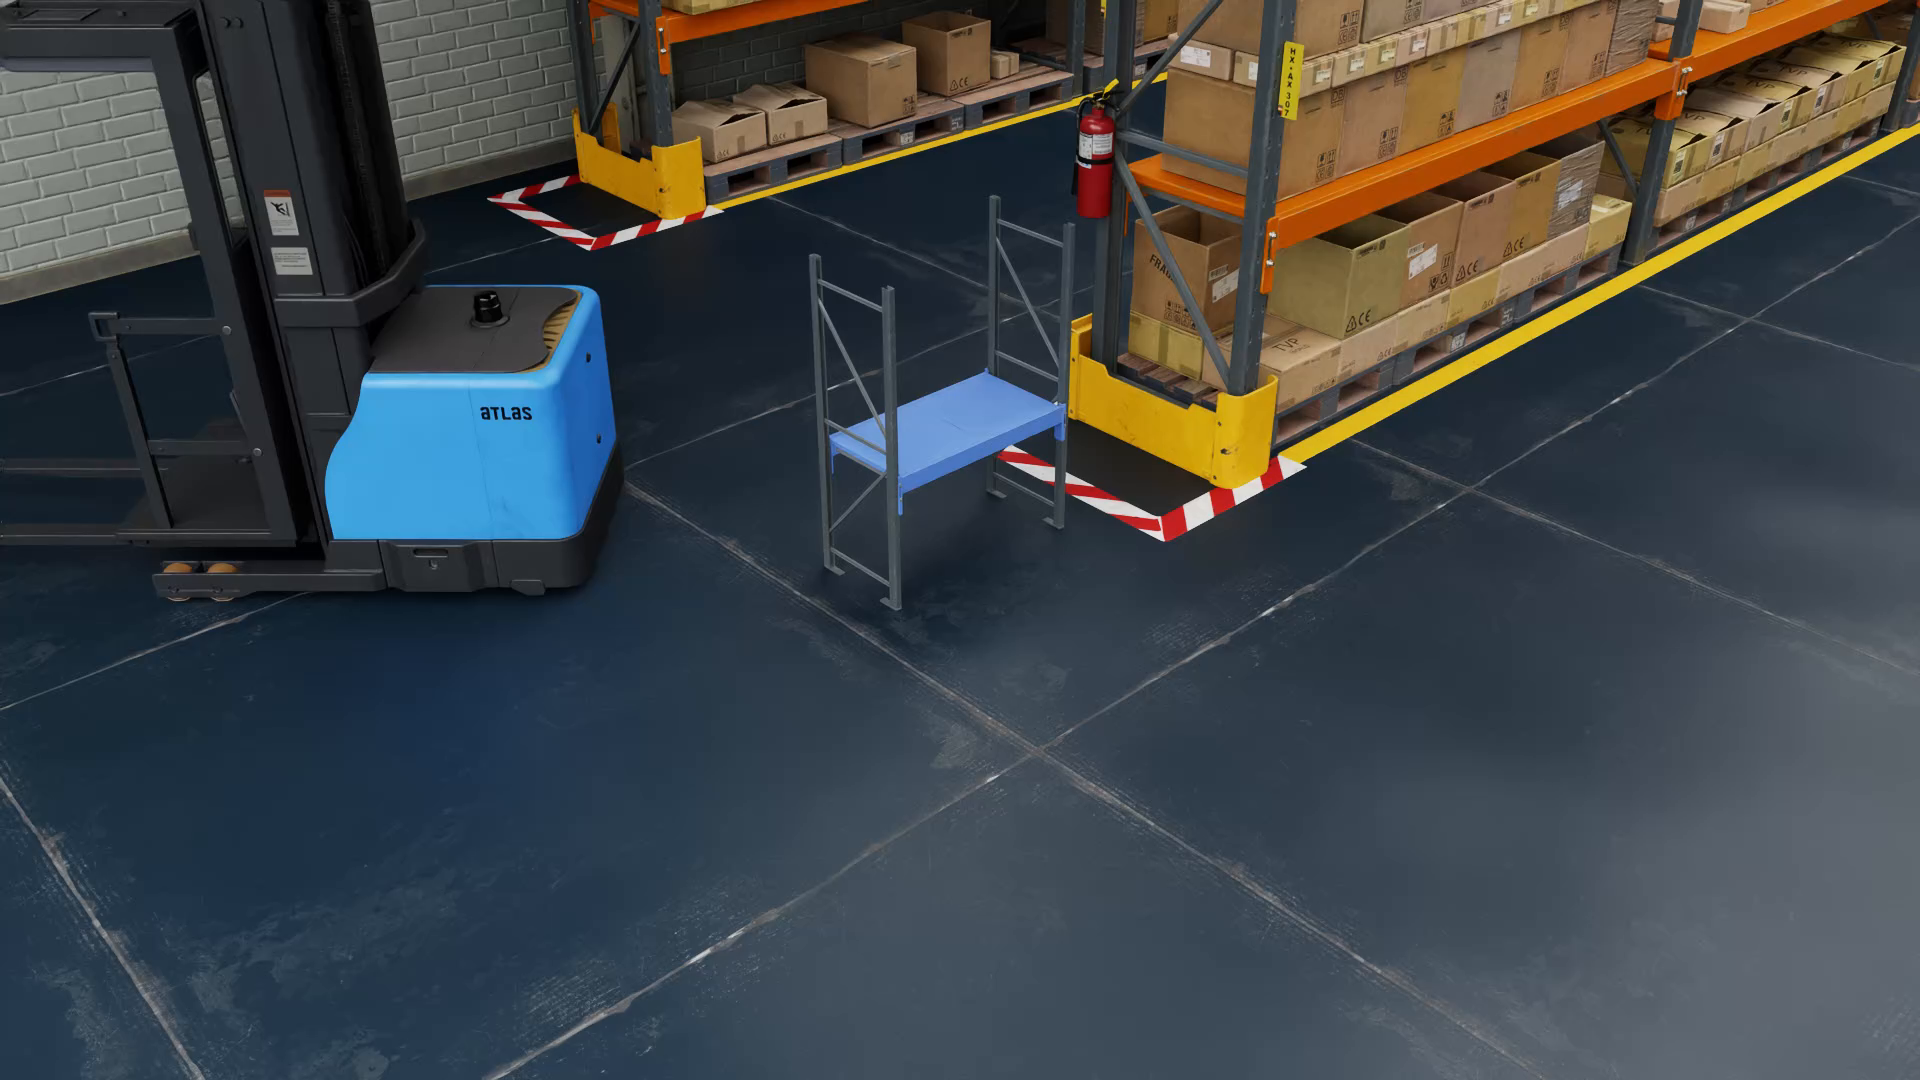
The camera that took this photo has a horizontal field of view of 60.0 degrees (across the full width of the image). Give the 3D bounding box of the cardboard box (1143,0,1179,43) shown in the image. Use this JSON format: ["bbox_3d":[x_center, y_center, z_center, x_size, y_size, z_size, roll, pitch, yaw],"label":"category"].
[{"bbox_3d":[1.501,-4.712,14.554,0.500,0.500,0.700,-27,40,-36],"label":"cardboard box"}]

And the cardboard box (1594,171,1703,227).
[{"bbox_3d":[4.463,-2.281,10.838,0.500,0.250,0.500,-27,40,-37],"label":"cardboard box"}]

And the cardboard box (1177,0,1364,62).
[{"bbox_3d":[1.455,-2.584,7.760,0.500,0.500,0.700,-26,40,-35],"label":"cardboard box"}]

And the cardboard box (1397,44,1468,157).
[{"bbox_3d":[2.166,-2.373,8.660,0.500,0.500,0.700,-26,40,-35],"label":"cardboard box"}]

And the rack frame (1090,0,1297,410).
[{"bbox_3d":[1.066,-1.808,7.831,0.127,3.000,1.000,-26,40,-35],"label":"rack frame"}]

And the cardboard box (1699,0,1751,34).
[{"bbox_3d":[4.787,-3.356,10.603,0.250,0.149,0.380,-26,40,-35],"label":"cardboard box"}]

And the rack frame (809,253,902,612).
[{"bbox_3d":[-0.435,-0.429,7.014,0.032,1.500,0.500,-26,40,-35],"label":"rack frame"}]

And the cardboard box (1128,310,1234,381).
[{"bbox_3d":[1.258,-1.117,8.935,0.500,0.250,0.500,-26,40,-35],"label":"cardboard box"}]

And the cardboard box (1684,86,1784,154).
[{"bbox_3d":[5.220,-2.883,11.285,0.500,0.311,0.500,-27,41,-37],"label":"cardboard box"}]

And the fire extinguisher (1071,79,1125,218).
[{"bbox_3d":[0.663,-1.911,8.074,0.183,0.674,0.296,-26,40,-35],"label":"fire extinguisher"}]

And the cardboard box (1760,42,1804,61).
[{"bbox_3d":[5.969,-3.628,12.503,0.500,0.311,0.500,-27,40,-37],"label":"cardboard box"}]

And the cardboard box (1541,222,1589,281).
[{"bbox_3d":[3.434,-1.811,10.070,0.500,0.250,0.500,-26,40,-35],"label":"cardboard box"}]

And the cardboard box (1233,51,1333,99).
[{"bbox_3d":[1.500,-2.184,7.729,0.250,0.149,0.380,-26,40,-36],"label":"cardboard box"}]

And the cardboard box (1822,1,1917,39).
[{"bbox_3d":[7.458,-4.188,13.699,0.500,0.500,0.500,-24,39,-34],"label":"cardboard box"}]

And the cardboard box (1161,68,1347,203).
[{"bbox_3d":[1.417,-2.011,8.068,0.500,0.500,0.700,-26,40,-35],"label":"cardboard box"}]

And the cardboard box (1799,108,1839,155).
[{"bbox_3d":[5.966,-3.010,12.031,0.500,0.250,0.500,-25,39,-34],"label":"cardboard box"}]

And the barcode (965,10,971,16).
[{"bbox_3d":[0.069,-4.278,13.539,0.075,0.075,0.001,-26,40,-35],"label":"barcode"}]

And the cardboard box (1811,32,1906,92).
[{"bbox_3d":[6.715,-3.611,12.475,0.500,0.311,0.500,-25,39,-34],"label":"cardboard box"}]

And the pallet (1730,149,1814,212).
[{"bbox_3d":[5.407,-2.748,12.042,1.213,0.211,1.003,-26,40,-35],"label":"pallet"}]

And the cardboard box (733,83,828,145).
[{"bbox_3d":[-1.319,-3.155,12.191,0.500,0.311,0.500,-22,38,-32],"label":"cardboard box"}]

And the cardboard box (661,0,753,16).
[{"bbox_3d":[-1.732,-3.698,11.046,0.500,0.250,0.500,-27,41,-37],"label":"cardboard box"}]

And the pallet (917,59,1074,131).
[{"bbox_3d":[0.159,-3.679,13.564,1.213,0.211,1.003,-26,40,-35],"label":"pallet"}]

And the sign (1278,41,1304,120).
[{"bbox_3d":[1.439,-1.997,7.234,0.005,0.325,0.100,-26,40,-35],"label":"sign"}]

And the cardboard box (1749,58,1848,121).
[{"bbox_3d":[5.967,-3.246,11.879,0.500,0.311,0.500,-26,40,-36],"label":"cardboard box"}]

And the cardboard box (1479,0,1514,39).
[{"bbox_3d":[2.627,-2.729,8.620,0.250,0.149,0.380,-25,40,-35],"label":"cardboard box"}]

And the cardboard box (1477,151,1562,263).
[{"bbox_3d":[3.069,-1.953,9.583,0.500,0.500,0.500,-26,40,-35],"label":"cardboard box"}]

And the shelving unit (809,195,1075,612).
[{"bbox_3d":[-0.063,-0.610,7.309,1.048,1.500,0.538,-26,40,-35],"label":"shelving unit"}]

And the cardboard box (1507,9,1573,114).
[{"bbox_3d":[2.925,-2.744,9.266,0.500,0.500,0.700,-25,39,-35],"label":"cardboard box"}]

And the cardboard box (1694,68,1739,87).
[{"bbox_3d":[5.217,-3.265,11.910,0.500,0.311,0.500,-26,40,-36],"label":"cardboard box"}]

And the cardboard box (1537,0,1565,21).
[{"bbox_3d":[3.013,-2.918,8.929,0.250,0.149,0.380,-25,39,-34],"label":"cardboard box"}]

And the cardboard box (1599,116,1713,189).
[{"bbox_3d":[4.471,-2.523,10.697,0.500,0.311,0.500,-26,40,-35],"label":"cardboard box"}]

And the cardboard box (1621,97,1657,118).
[{"bbox_3d":[4.478,-2.912,11.333,0.500,0.311,0.500,-25,39,-34],"label":"cardboard box"}]

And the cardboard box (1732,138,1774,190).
[{"bbox_3d":[5.217,-2.647,11.436,0.500,0.250,0.500,-27,41,-37],"label":"cardboard box"}]

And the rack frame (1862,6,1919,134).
[{"bbox_3d":[6.932,-4.646,12.472,0.127,3.000,1.000,-26,40,-35],"label":"rack frame"}]

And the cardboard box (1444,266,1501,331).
[{"bbox_3d":[2.711,-1.451,9.480,0.500,0.250,0.500,-26,40,-35],"label":"cardboard box"}]

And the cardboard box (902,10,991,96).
[{"bbox_3d":[-0.106,-3.858,13.159,0.500,0.500,0.500,26,40,35],"label":"cardboard box"}]

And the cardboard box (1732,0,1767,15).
[{"bbox_3d":[4.959,-3.722,10.866,0.500,0.500,0.500,-23,38,-32],"label":"cardboard box"}]

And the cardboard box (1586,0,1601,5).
[{"bbox_3d":[3.380,-3.093,9.216,0.250,0.149,0.380,-26,40,-36],"label":"cardboard box"}]

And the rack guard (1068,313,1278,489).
[{"bbox_3d":[1.048,-0.733,8.469,0.348,0.500,1.175,-26,40,-35],"label":"rack guard"}]

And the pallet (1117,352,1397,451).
[{"bbox_3d":[1.598,-0.906,9.029,1.213,0.211,1.003,-26,40,-35],"label":"pallet"}]

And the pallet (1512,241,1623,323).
[{"bbox_3d":[3.387,-1.771,10.444,1.213,0.211,1.003,-26,40,-35],"label":"pallet"}]

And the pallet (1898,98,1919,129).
[{"bbox_3d":[7.505,-3.706,13.609,1.213,0.211,1.003,-26,40,-35],"label":"pallet"}]

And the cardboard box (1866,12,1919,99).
[{"bbox_3d":[7.460,-3.819,13.094,0.500,0.500,0.500,-24,39,-34],"label":"cardboard box"}]

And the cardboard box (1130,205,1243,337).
[{"bbox_3d":[1.257,-1.438,8.741,0.500,0.500,0.500,-26,40,-35],"label":"cardboard box"}]

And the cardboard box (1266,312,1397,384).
[{"bbox_3d":[1.974,-1.098,8.903,0.500,0.250,0.500,-26,40,-35],"label":"cardboard box"}]

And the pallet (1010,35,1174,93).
[{"bbox_3d":[1.198,-4.207,14.428,1.213,0.211,1.003,-26,40,-35],"label":"pallet"}]

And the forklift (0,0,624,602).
[{"bbox_3d":[-3.147,-1.256,6.995,3.031,2.935,1.130,0,31,0],"label":"forklift"}]

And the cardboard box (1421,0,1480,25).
[{"bbox_3d":[2.206,-2.951,8.362,0.500,0.500,0.700,-26,40,-35],"label":"cardboard box"}]

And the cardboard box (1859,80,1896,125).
[{"bbox_3d":[6.712,-3.372,12.622,0.500,0.250,0.500,-25,39,-34],"label":"cardboard box"}]

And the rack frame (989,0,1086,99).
[{"bbox_3d":[0.628,-5.120,13.248,0.127,3.000,1.000,-26,40,-35],"label":"rack frame"}]

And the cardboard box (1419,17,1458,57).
[{"bbox_3d":[2.256,-2.551,8.329,0.250,0.149,0.380,-27,41,-37],"label":"cardboard box"}]

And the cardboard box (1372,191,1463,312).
[{"bbox_3d":[2.333,-1.599,9.005,0.500,0.500,0.500,-26,40,-35],"label":"cardboard box"}]

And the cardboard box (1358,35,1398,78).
[{"bbox_3d":[1.875,-2.367,8.028,0.250,0.149,0.380,-26,40,-35],"label":"cardboard box"}]

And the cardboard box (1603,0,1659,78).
[{"bbox_3d":[3.678,-3.110,9.864,0.500,0.500,0.700,-27,41,-37],"label":"cardboard box"}]

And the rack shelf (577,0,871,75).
[{"bbox_3d":[-0.839,-4.104,12.276,4.000,0.370,1.077,-26,40,-35],"label":"rack shelf"}]
